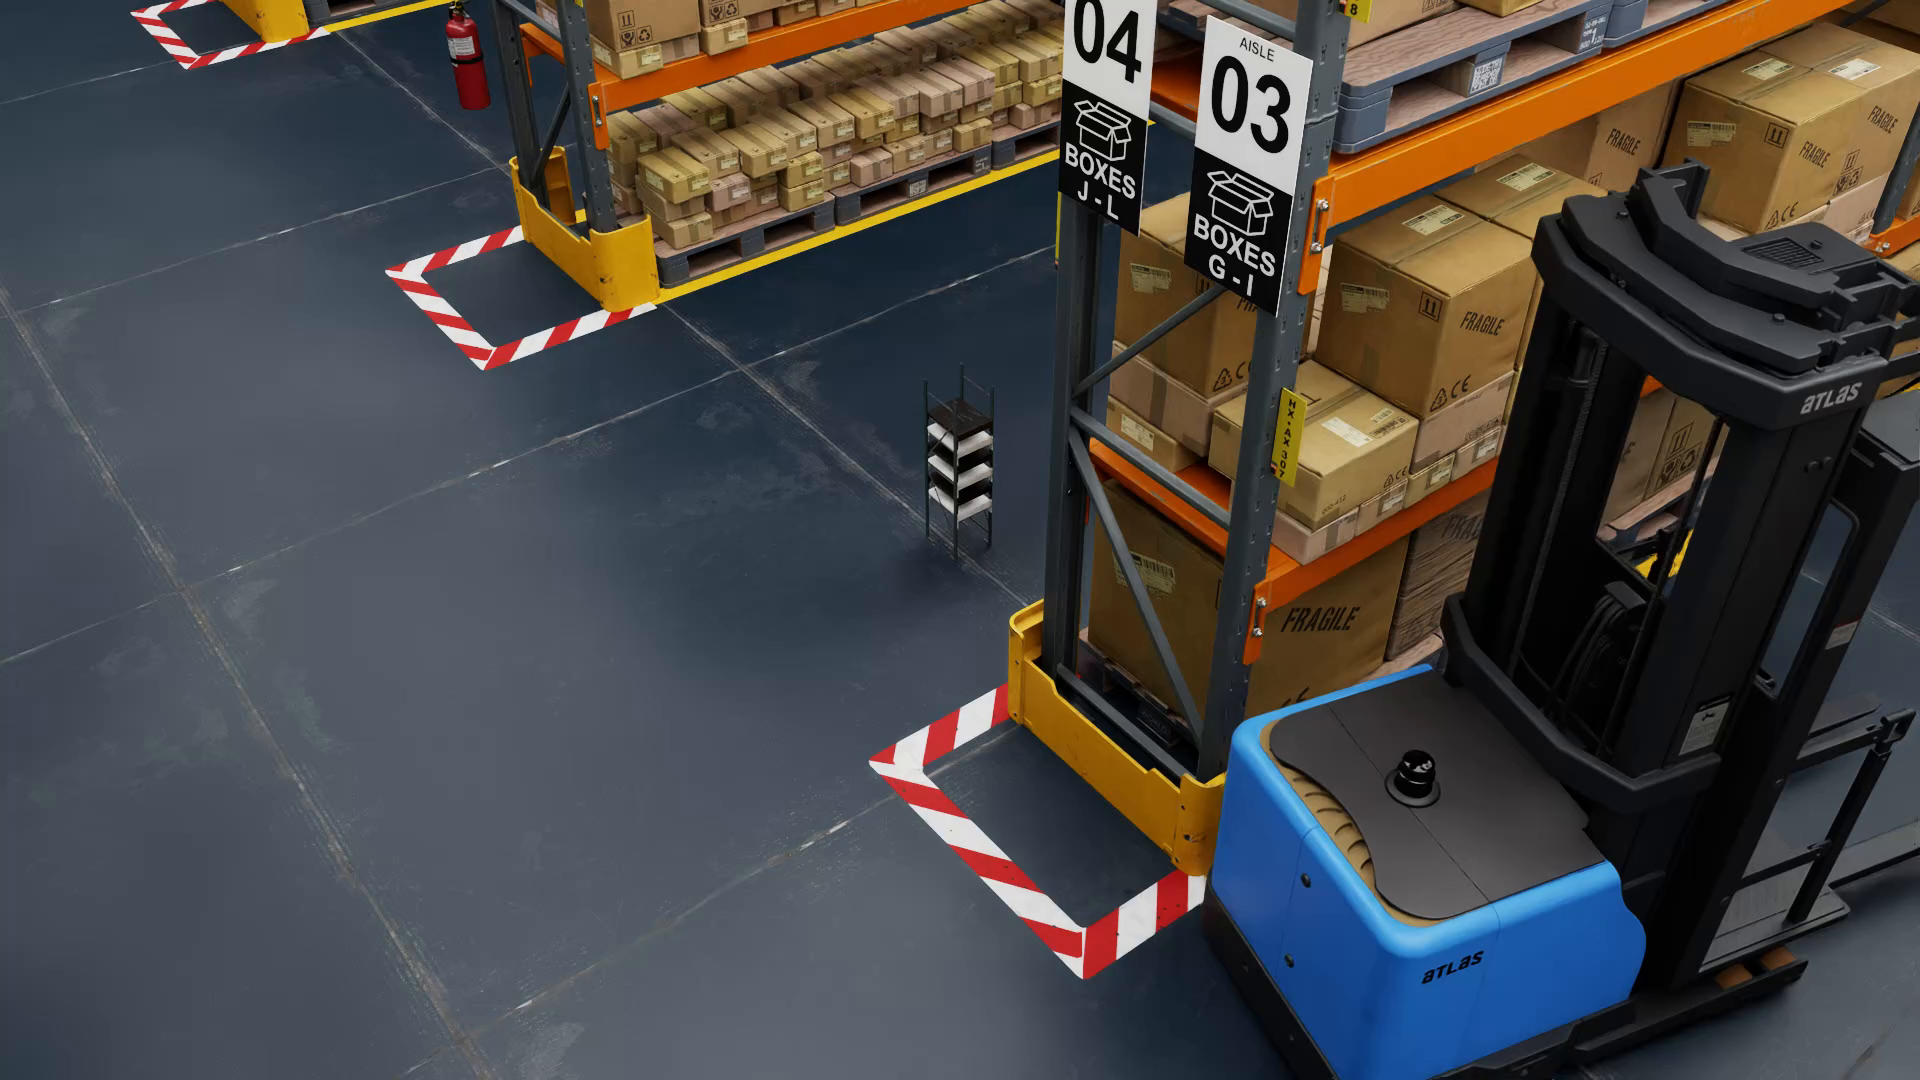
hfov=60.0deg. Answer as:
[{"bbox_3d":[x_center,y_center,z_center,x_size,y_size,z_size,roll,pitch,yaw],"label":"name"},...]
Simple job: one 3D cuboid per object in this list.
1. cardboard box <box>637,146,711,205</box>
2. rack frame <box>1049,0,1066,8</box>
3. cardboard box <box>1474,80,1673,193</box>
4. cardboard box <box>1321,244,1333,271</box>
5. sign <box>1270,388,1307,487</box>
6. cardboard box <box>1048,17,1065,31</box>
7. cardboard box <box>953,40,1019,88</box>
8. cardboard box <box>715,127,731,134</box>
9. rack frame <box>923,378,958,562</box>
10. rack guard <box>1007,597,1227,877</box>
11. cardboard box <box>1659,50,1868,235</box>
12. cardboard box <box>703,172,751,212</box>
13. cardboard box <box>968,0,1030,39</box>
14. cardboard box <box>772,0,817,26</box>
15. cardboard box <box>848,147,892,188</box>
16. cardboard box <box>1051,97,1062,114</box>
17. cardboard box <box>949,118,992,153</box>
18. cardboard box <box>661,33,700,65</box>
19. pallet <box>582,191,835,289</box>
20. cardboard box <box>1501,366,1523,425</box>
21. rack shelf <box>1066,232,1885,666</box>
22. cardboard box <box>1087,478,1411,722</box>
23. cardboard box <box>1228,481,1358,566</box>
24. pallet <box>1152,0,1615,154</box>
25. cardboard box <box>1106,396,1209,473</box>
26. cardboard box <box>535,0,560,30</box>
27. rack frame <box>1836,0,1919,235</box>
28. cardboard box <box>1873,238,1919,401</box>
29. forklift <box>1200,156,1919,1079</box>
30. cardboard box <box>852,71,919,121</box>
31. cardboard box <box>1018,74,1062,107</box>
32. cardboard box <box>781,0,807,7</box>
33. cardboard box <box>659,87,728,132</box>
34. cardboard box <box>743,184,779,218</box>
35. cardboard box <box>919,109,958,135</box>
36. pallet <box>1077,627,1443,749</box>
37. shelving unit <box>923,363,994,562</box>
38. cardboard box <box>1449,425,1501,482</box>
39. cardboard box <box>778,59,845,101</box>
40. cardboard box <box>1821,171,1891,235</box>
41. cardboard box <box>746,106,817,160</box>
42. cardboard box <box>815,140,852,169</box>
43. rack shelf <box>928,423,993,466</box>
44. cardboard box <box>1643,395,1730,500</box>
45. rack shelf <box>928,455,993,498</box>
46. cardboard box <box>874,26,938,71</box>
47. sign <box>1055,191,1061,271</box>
[{"bbox_3d":[-1.635,-2.087,9.511,0.250,0.149,0.380,-28,47,-30],"label":"cardboard box"},{"bbox_3d":[0.914,-4.311,10.774,0.127,3.000,1.000,-26,46,-28],"label":"rack frame"},{"bbox_3d":[2.516,-1.679,6.857,0.500,0.500,0.500,-27,47,-29],"label":"cardboard box"},{"bbox_3d":[1.713,-1.003,6.624,0.500,0.250,0.500,-28,47,-29],"label":"cardboard box"},{"bbox_3d":[1.018,-0.316,5.159,0.005,0.325,0.100,-26,46,-28],"label":"sign"},{"bbox_3d":[0.791,-3.333,11.029,0.250,0.149,0.380,-25,45,-27],"label":"cardboard box"},{"bbox_3d":[0.166,-3.054,10.688,0.250,0.149,0.380,-24,45,-27],"label":"cardboard box"},{"bbox_3d":[-1.602,-2.490,10.236,0.250,0.149,0.380,-28,47,-30],"label":"cardboard box"},{"bbox_3d":[-0.087,-0.305,7.546,0.006,0.900,0.240,-26,46,-28],"label":"rack frame"},{"bbox_3d":[0.666,0.744,6.583,0.348,0.500,1.175,-26,46,-28],"label":"rack guard"},{"bbox_3d":[3.255,-1.621,6.787,0.500,0.500,0.500,-26,46,-28],"label":"cardboard box"},{"bbox_3d":[-1.434,-2.092,9.750,0.250,0.149,0.380,-26,46,-28],"label":"cardboard box"},{"bbox_3d":[0.260,-3.496,11.228,0.250,0.149,0.380,-24,45,-26],"label":"cardboard box"},{"bbox_3d":[-1.026,-3.087,9.479,0.250,0.149,0.380,-26,46,-28],"label":"cardboard box"},{"bbox_3d":[-0.632,-2.352,10.302,0.250,0.149,0.380,-28,47,-30],"label":"cardboard box"},{"bbox_3d":[0.554,-2.990,11.080,0.250,0.149,0.380,-25,45,-27],"label":"cardboard box"},{"bbox_3d":[-0.010,-2.649,10.664,0.250,0.149,0.380,-26,46,-28],"label":"cardboard box"},{"bbox_3d":[-1.624,-2.748,9.066,0.250,0.149,0.380,-24,45,-27],"label":"cardboard box"},{"bbox_3d":[-1.532,-2.013,10.171,1.213,0.211,1.003,-26,46,-28],"label":"pallet"},{"bbox_3d":[2.039,-0.736,6.299,0.500,0.250,0.500,-28,47,-29],"label":"cardboard box"},{"bbox_3d":[2.271,-0.727,6.972,4.000,0.370,1.077,-26,46,-28],"label":"rack shelf"},{"bbox_3d":[1.143,0.139,6.693,0.875,0.875,0.875,-26,46,-28],"label":"cardboard box"},{"bbox_3d":[1.167,-0.106,5.846,0.250,0.149,0.380,-25,46,-28],"label":"cardboard box"},{"bbox_3d":[1.267,-1.650,5.234,1.213,0.211,1.003,-26,46,-28],"label":"pallet"},{"bbox_3d":[0.766,-0.438,6.251,0.250,0.149,0.380,-25,46,-27],"label":"cardboard box"},{"bbox_3d":[-2.171,-2.937,9.296,0.250,0.149,0.380,-26,46,-28],"label":"cardboard box"},{"bbox_3d":[3.856,-1.778,7.686,0.127,3.000,1.000,-26,46,-28],"label":"rack frame"},{"bbox_3d":[4.352,-1.376,8.540,0.875,0.875,1.225,-26,46,-28],"label":"cardboard box"},{"bbox_3d":[2.444,0.225,5.299,3.031,2.935,1.130,-15,42,-17],"label":"forklift"},{"bbox_3d":[-0.463,-2.751,10.320,0.250,0.149,0.380,-26,46,-28],"label":"cardboard box"},{"bbox_3d":[0.449,-2.982,10.835,0.250,0.149,0.380,-28,47,-29],"label":"cardboard box"},{"bbox_3d":[-0.928,-3.356,9.297,0.500,0.500,0.500,-25,46,-28],"label":"cardboard box"},{"bbox_3d":[-1.630,-2.620,10.160,0.250,0.149,0.380,-27,46,-29],"label":"cardboard box"},{"bbox_3d":[-1.297,-2.109,10.006,0.250,0.149,0.380,-25,46,-28],"label":"cardboard box"},{"bbox_3d":[-0.224,-2.732,10.531,0.250,0.149,0.380,-28,47,-30],"label":"cardboard box"},{"bbox_3d":[1.271,0.498,7.111,1.213,0.211,1.003,-26,46,-28],"label":"pallet"},{"bbox_3d":[-0.006,-0.345,7.594,0.210,0.900,0.258,-26,46,-28],"label":"shelving unit"},{"bbox_3d":[1.779,-0.407,6.212,0.250,0.149,0.380,-27,46,-29],"label":"cardboard box"},{"bbox_3d":[-0.930,-2.866,10.460,0.250,0.149,0.380,-28,47,-29],"label":"cardboard box"},{"bbox_3d":[3.666,-1.532,7.270,0.500,0.250,0.500,-27,46,-29],"label":"cardboard box"},{"bbox_3d":[-1.066,-2.425,9.922,0.250,0.149,0.380,-28,47,-30],"label":"cardboard box"},{"bbox_3d":[-0.872,-2.426,10.157,0.250,0.149,0.380,-28,47,-30],"label":"cardboard box"},{"bbox_3d":[-0.006,-0.458,7.501,0.200,0.077,0.258,-26,46,-28],"label":"rack shelf"},{"bbox_3d":[3.284,-0.904,7.965,0.875,0.875,0.875,-26,46,-28],"label":"cardboard box"},{"bbox_3d":[-0.006,-0.319,7.615,0.200,0.077,0.258,-26,46,-28],"label":"rack shelf"},{"bbox_3d":[-0.355,-3.204,10.872,0.250,0.149,0.380,-25,46,-27],"label":"cardboard box"},{"bbox_3d":[0.365,-1.050,5.698,0.005,0.325,0.100,-26,46,-28],"label":"sign"}]
